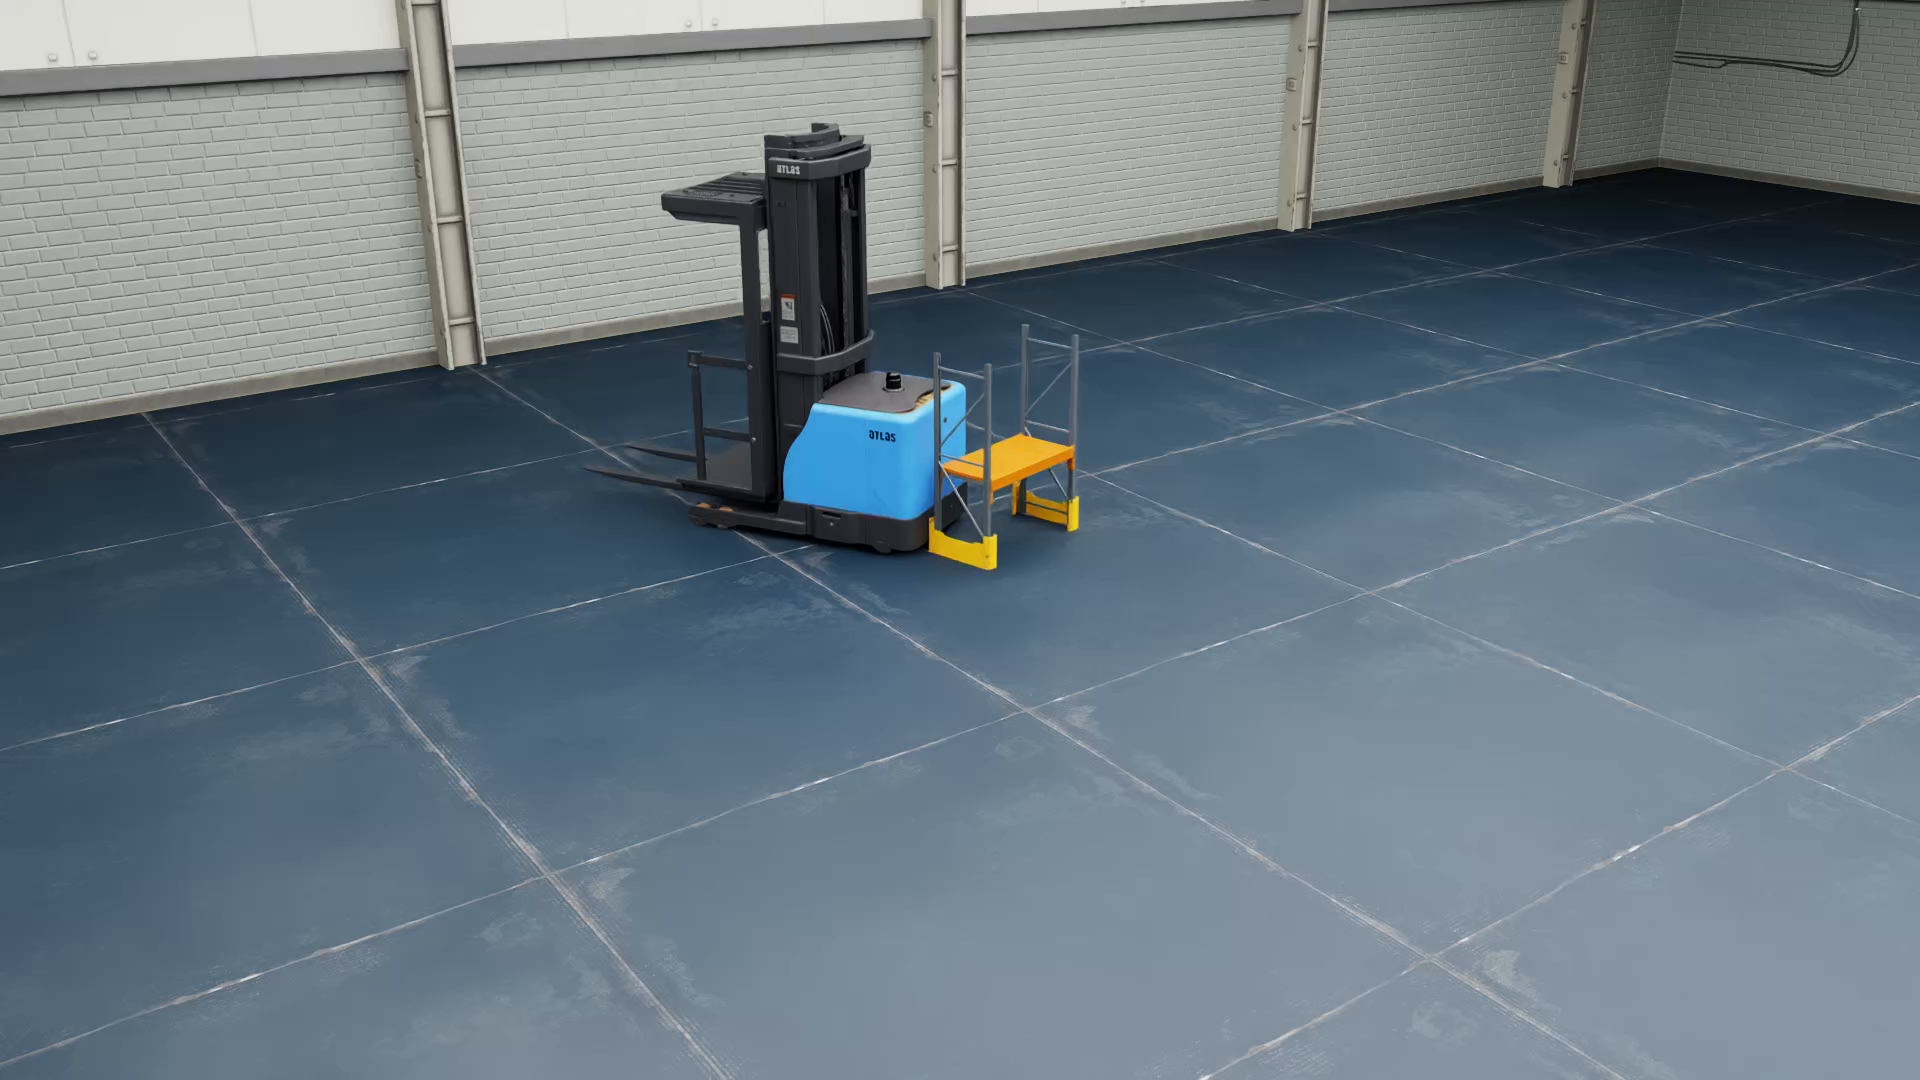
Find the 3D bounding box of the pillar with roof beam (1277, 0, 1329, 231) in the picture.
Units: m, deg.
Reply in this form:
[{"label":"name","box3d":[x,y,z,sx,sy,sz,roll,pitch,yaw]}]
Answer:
[{"label":"pillar with roof beam","box3d":[7.205,-7.272,18.478,0.400,9.000,9.100,-15,26,-33]}]

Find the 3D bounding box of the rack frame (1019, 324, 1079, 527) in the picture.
[{"label":"rack frame","box3d":[0.662,-0.848,12.498,0.500,1.500,0.032,17,27,36]}]

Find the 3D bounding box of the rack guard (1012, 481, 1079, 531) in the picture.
[{"label":"rack guard","box3d":[0.649,-0.262,12.716,0.587,0.250,0.087,17,27,36]}]

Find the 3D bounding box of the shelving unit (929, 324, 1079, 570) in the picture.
[{"label":"shelving unit","box3d":[0.333,-0.700,12.127,0.587,1.500,1.083,17,27,36]}]

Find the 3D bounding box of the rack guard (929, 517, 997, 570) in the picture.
[{"label":"rack guard","box3d":[0.016,0.023,12.002,0.587,0.250,0.087,17,27,36]}]

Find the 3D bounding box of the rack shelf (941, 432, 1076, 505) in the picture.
[{"label":"rack shelf","box3d":[0.338,-0.536,12.200,0.538,0.185,1.000,17,27,36]}]

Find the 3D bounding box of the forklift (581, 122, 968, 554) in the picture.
[{"label":"forklift","box3d":[-1.503,-1.611,12.479,3.031,2.935,1.130,10,24,23]}]

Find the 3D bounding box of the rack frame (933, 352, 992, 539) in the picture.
[{"label":"rack frame","box3d":[0.015,-0.557,11.769,0.500,1.500,0.032,17,27,36]}]

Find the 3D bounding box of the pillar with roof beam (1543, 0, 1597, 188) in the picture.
[{"label":"pillar with roof beam","box3d":[12.075,-8.571,21.733,0.400,9.000,9.100,-15,26,-33]}]

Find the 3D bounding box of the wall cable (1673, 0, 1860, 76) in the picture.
[{"label":"wall cable","box3d":[12.725,-8.663,26.155,0.112,2.526,3.097,-15,26,-33]}]

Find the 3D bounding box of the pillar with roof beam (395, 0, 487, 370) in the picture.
[{"label":"pillar with roof beam","box3d":[-2.536,-4.675,11.969,0.400,9.000,9.100,-15,26,-33]}]

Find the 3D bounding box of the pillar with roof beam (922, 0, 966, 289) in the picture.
[{"label":"pillar with roof beam","box3d":[2.334,-5.973,15.224,0.400,9.000,9.100,-15,26,-33]}]
